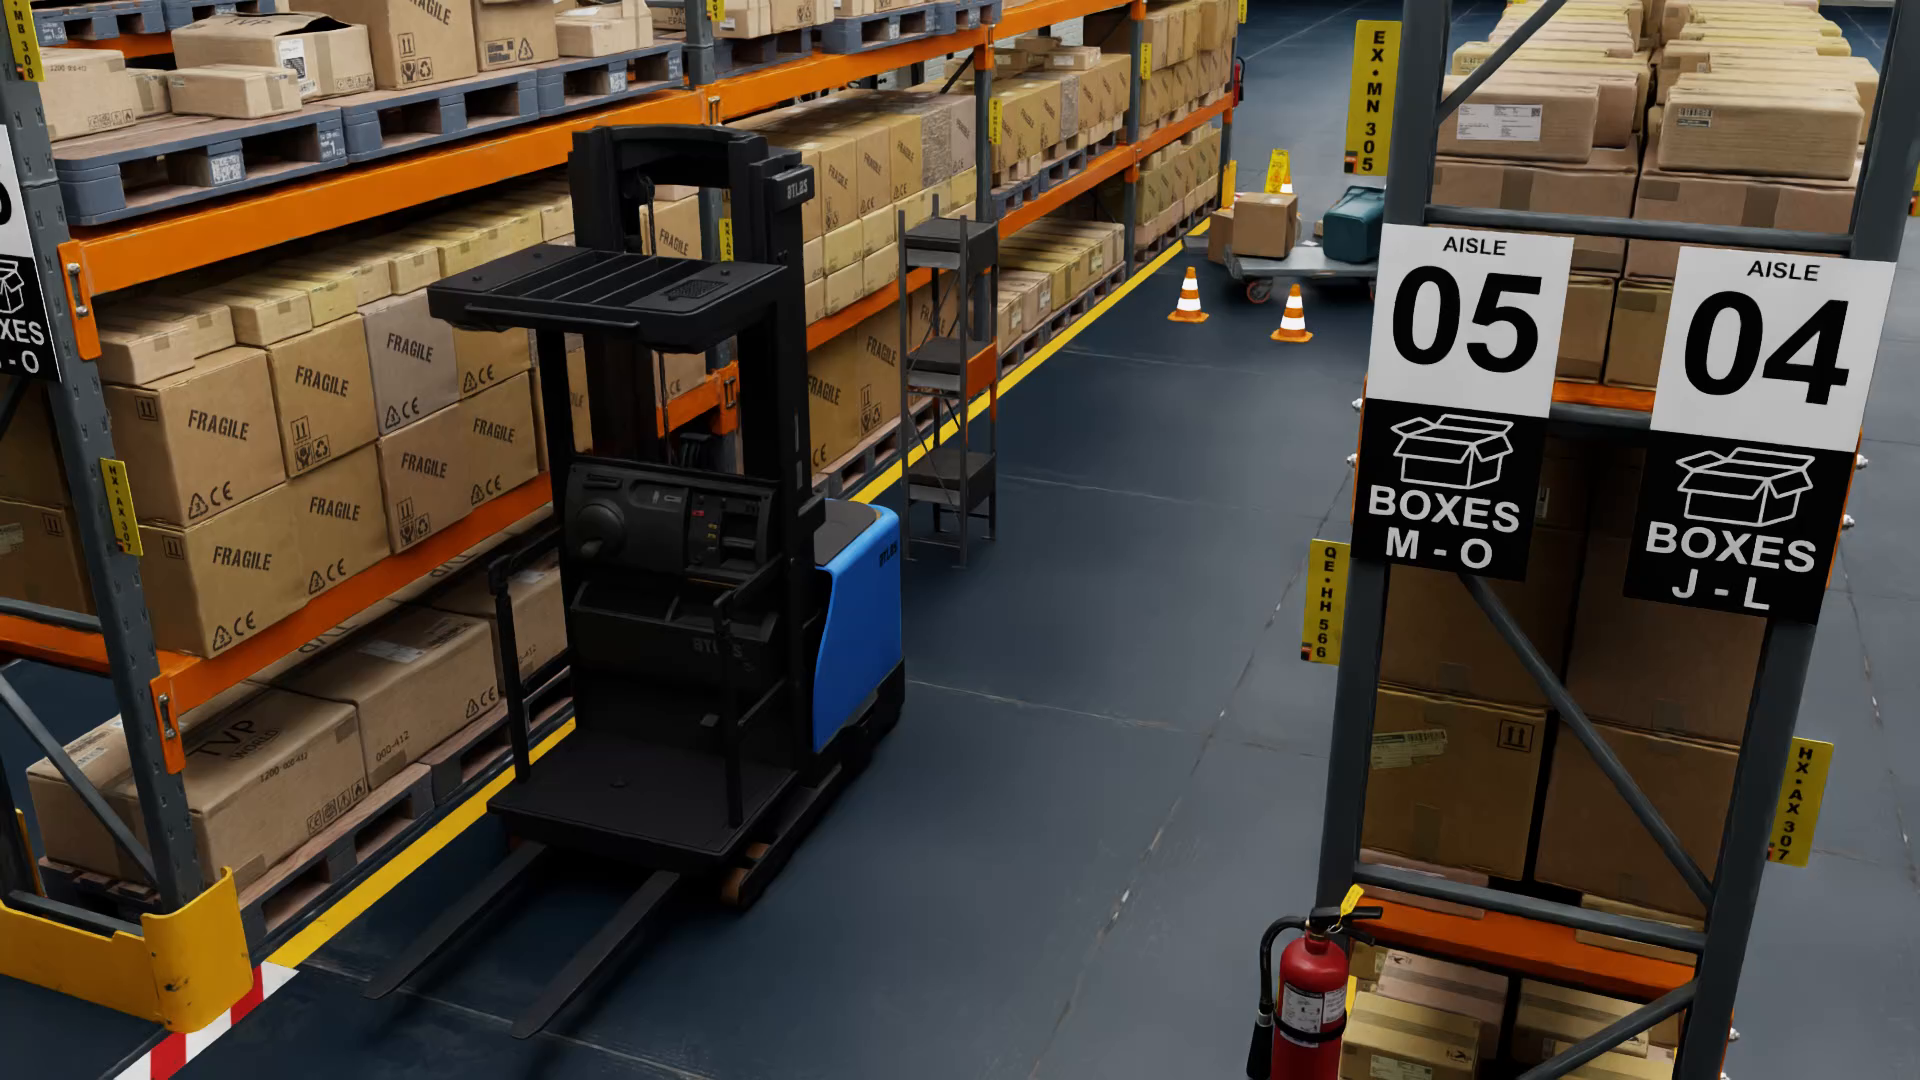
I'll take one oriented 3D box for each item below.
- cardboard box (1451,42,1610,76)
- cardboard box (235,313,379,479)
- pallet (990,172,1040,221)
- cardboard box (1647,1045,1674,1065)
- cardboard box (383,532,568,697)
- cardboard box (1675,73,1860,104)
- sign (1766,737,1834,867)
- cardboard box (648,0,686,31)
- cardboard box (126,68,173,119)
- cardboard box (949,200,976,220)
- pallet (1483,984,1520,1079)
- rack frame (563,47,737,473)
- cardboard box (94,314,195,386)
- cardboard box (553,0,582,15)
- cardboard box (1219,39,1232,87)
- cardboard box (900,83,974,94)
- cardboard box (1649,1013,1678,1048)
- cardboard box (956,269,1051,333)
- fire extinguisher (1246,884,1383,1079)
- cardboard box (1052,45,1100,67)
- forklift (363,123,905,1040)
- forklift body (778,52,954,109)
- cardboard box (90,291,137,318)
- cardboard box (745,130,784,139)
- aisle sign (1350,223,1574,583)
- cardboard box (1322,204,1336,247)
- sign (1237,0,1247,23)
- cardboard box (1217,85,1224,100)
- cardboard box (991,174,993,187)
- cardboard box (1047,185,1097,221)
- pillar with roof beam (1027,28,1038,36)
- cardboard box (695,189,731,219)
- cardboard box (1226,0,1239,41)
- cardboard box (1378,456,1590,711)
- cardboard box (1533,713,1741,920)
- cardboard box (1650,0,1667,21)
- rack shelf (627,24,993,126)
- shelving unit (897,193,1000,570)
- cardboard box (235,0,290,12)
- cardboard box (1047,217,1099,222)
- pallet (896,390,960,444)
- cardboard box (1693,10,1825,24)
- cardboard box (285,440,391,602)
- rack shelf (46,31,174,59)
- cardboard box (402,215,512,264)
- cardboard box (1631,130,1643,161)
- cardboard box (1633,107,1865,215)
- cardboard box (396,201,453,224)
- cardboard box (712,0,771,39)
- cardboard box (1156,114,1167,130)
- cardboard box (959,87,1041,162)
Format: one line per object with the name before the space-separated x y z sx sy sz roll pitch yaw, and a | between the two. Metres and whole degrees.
cardboard box | 1.531 -1.245 4.477 0.380 0.149 0.250 9 24 21
cardboard box | -2.600 -0.575 6.309 0.500 0.500 0.500 8 24 19
pallet | -0.091 -2.796 13.300 1.213 0.211 1.003 9 24 20
cardboard box | 1.993 1.665 5.139 0.380 0.149 0.250 9 24 20
cardboard box | -2.407 0.336 8.334 0.875 0.438 0.875 8 24 18
cardboard box | 1.848 -0.980 3.841 0.380 0.149 0.250 10 25 22
sign | 1.909 0.600 3.799 0.100 0.325 0.005 9 24 20
cardboard box | -1.610 -3.065 9.374 0.500 0.311 0.500 9 24 20
cardboard box | -3.063 -1.595 5.935 0.380 0.149 0.250 7 24 16
cardboard box | -0.203 -2.327 12.123 0.500 0.250 0.500 8 24 18
pallet | 1.768 1.895 5.439 1.003 0.211 1.213 9 24 20
rack frame | -1.742 -1.182 9.189 1.000 3.000 0.127 9 24 20
cardboard box | -2.839 -0.645 5.634 0.380 0.149 0.250 9 24 21
cardboard box | -2.156 -2.672 8.059 0.500 0.500 0.500 9 24 21
cardboard box | 2.769 -5.426 18.834 0.500 0.500 0.500 8 24 19
cardboard box | -0.164 -3.380 13.390 0.500 0.500 0.500 8 24 19
cardboard box | 2.119 1.442 5.288 0.380 0.149 0.250 9 24 20
cardboard box | 0.229 -2.061 14.157 0.950 0.372 0.625 8 24 19
fire extinguisher | 0.883 1.153 4.181 0.296 0.674 0.183 9 24 20
cardboard box | 1.024 -4.276 14.692 0.380 0.149 0.250 8 24 19
forklift | -1.260 -0.048 6.563 1.130 2.935 3.031 8 24 19
forklift body | -0.905 -4.855 19.082 2.313 2.155 1.214 9 24 20
cardboard box | -3.209 -0.809 6.027 0.380 0.149 0.250 9 24 21
cardboard box | -1.418 -2.251 10.319 0.500 0.500 0.500 10 24 22
aisle sign | 1.100 -0.295 3.691 0.394 0.787 0.004 9 24 20
cardboard box | 4.074 -3.061 16.748 0.797 0.637 0.503 9 24 20
sign | 3.223 -6.070 18.978 0.100 0.325 0.005 9 24 20
cardboard box | 2.784 -5.090 18.869 0.380 0.149 0.250 8 24 19
cardboard box | 0.037 -2.781 12.798 0.380 0.149 0.250 7 24 17
cardboard box | 1.200 -3.566 16.946 0.500 0.500 0.500 8 24 19
pillar with roof beam | 5.464 -12.512 28.529 9.100 9.000 0.400 9 24 20
cardboard box | -1.312 -1.806 9.256 0.500 0.500 0.500 9 24 21
cardboard box | 2.728 -5.907 18.688 0.700 0.500 0.500 8 24 19
cardboard box | 1.344 0.077 4.360 0.500 0.500 0.500 8 24 19
cardboard box | 1.829 0.617 4.365 0.500 0.500 0.500 10 25 23
cardboard box | 3.134 -2.254 7.188 0.700 0.500 0.500 9 24 20
rack shelf | -0.999 -2.950 10.463 1.077 0.370 4.000 9 24 20
shelving unit | -0.061 -0.910 9.703 0.431 2.100 0.503 9 24 20
cardboard box | -5.203 -4.061 12.382 0.500 0.250 0.500 9 24 20
cardboard box | 1.199 -3.220 17.090 0.500 0.250 0.500 10 25 22
pallet | -0.619 -1.056 12.504 1.003 0.211 1.213 9 24 20
cardboard box | 2.572 -1.622 5.378 0.380 0.149 0.250 9 24 20
cardboard box | -2.621 -0.113 6.499 0.500 0.500 0.500 8 24 19
rack shelf | -5.609 -3.660 12.161 1.077 0.370 4.000 9 24 20
cardboard box | -2.172 -1.295 7.190 0.380 0.149 0.250 9 24 20
cardboard box | 1.529 -1.009 4.427 0.500 0.250 0.500 8 24 19
cardboard box | 2.003 -0.931 4.241 0.500 0.250 0.500 8 24 19
cardboard box | -2.528 -1.449 7.559 0.380 0.149 0.250 9 24 20
cardboard box | -1.231 -2.827 8.865 0.396 0.266 0.258 9 24 20
cardboard box | 1.884 -4.277 16.923 0.380 0.149 0.250 10 25 22
cardboard box | 0.313 -3.306 13.213 0.500 0.500 0.500 10 25 23
